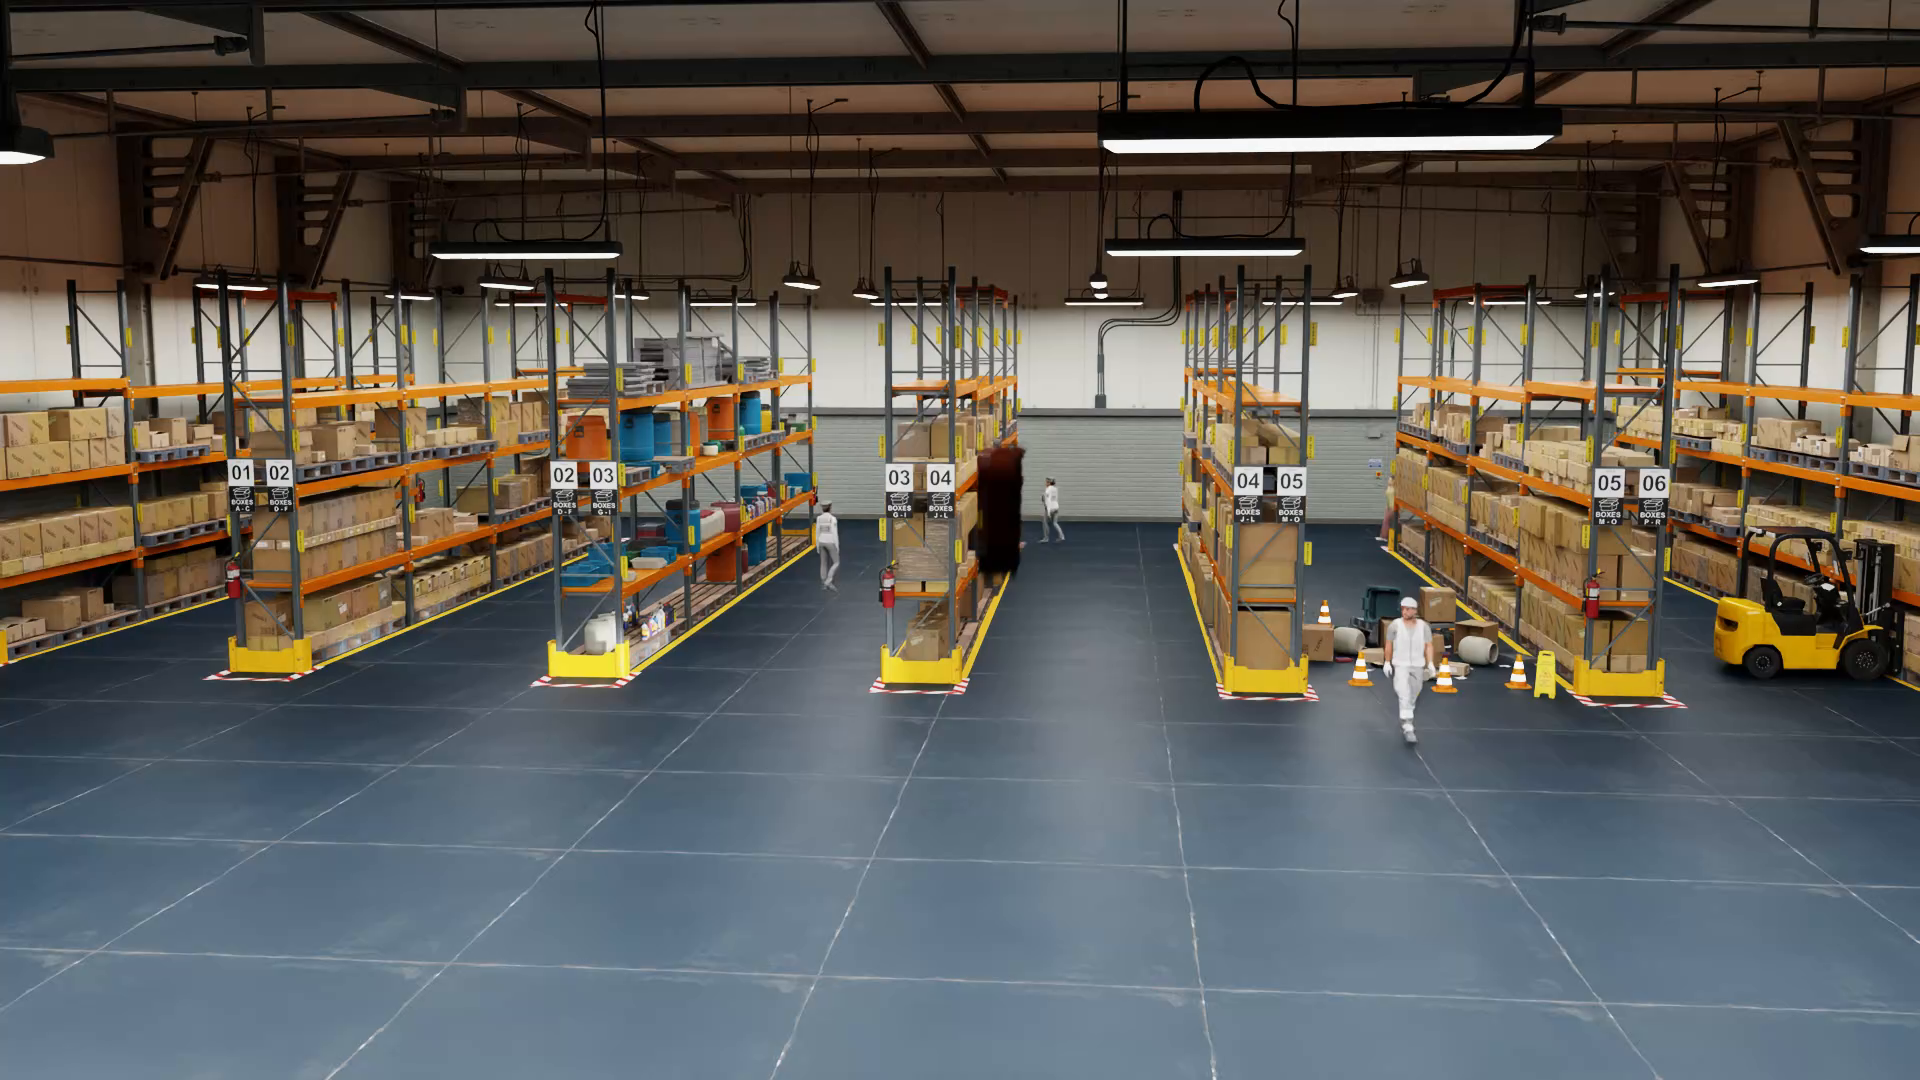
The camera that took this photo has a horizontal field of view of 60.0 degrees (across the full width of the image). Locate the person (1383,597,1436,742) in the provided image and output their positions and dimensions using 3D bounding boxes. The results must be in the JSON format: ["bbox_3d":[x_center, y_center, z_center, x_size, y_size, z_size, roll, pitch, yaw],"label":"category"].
[{"bbox_3d":[5.626,1.593,20.745,0.565,1.746,0.978,0,7,2],"label":"person"}]

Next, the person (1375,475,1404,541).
[{"bbox_3d":[10.706,-0.789,40.965,0.967,1.633,0.437,0,7,0],"label":"person"}]

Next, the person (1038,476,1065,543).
[{"bbox_3d":[2.227,-0.732,40.597,0.745,1.661,0.552,5,8,34],"label":"person"}]

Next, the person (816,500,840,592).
[{"bbox_3d":[-2.490,0.106,31.106,0.510,1.692,0.431,4,8,33],"label":"person"}]
